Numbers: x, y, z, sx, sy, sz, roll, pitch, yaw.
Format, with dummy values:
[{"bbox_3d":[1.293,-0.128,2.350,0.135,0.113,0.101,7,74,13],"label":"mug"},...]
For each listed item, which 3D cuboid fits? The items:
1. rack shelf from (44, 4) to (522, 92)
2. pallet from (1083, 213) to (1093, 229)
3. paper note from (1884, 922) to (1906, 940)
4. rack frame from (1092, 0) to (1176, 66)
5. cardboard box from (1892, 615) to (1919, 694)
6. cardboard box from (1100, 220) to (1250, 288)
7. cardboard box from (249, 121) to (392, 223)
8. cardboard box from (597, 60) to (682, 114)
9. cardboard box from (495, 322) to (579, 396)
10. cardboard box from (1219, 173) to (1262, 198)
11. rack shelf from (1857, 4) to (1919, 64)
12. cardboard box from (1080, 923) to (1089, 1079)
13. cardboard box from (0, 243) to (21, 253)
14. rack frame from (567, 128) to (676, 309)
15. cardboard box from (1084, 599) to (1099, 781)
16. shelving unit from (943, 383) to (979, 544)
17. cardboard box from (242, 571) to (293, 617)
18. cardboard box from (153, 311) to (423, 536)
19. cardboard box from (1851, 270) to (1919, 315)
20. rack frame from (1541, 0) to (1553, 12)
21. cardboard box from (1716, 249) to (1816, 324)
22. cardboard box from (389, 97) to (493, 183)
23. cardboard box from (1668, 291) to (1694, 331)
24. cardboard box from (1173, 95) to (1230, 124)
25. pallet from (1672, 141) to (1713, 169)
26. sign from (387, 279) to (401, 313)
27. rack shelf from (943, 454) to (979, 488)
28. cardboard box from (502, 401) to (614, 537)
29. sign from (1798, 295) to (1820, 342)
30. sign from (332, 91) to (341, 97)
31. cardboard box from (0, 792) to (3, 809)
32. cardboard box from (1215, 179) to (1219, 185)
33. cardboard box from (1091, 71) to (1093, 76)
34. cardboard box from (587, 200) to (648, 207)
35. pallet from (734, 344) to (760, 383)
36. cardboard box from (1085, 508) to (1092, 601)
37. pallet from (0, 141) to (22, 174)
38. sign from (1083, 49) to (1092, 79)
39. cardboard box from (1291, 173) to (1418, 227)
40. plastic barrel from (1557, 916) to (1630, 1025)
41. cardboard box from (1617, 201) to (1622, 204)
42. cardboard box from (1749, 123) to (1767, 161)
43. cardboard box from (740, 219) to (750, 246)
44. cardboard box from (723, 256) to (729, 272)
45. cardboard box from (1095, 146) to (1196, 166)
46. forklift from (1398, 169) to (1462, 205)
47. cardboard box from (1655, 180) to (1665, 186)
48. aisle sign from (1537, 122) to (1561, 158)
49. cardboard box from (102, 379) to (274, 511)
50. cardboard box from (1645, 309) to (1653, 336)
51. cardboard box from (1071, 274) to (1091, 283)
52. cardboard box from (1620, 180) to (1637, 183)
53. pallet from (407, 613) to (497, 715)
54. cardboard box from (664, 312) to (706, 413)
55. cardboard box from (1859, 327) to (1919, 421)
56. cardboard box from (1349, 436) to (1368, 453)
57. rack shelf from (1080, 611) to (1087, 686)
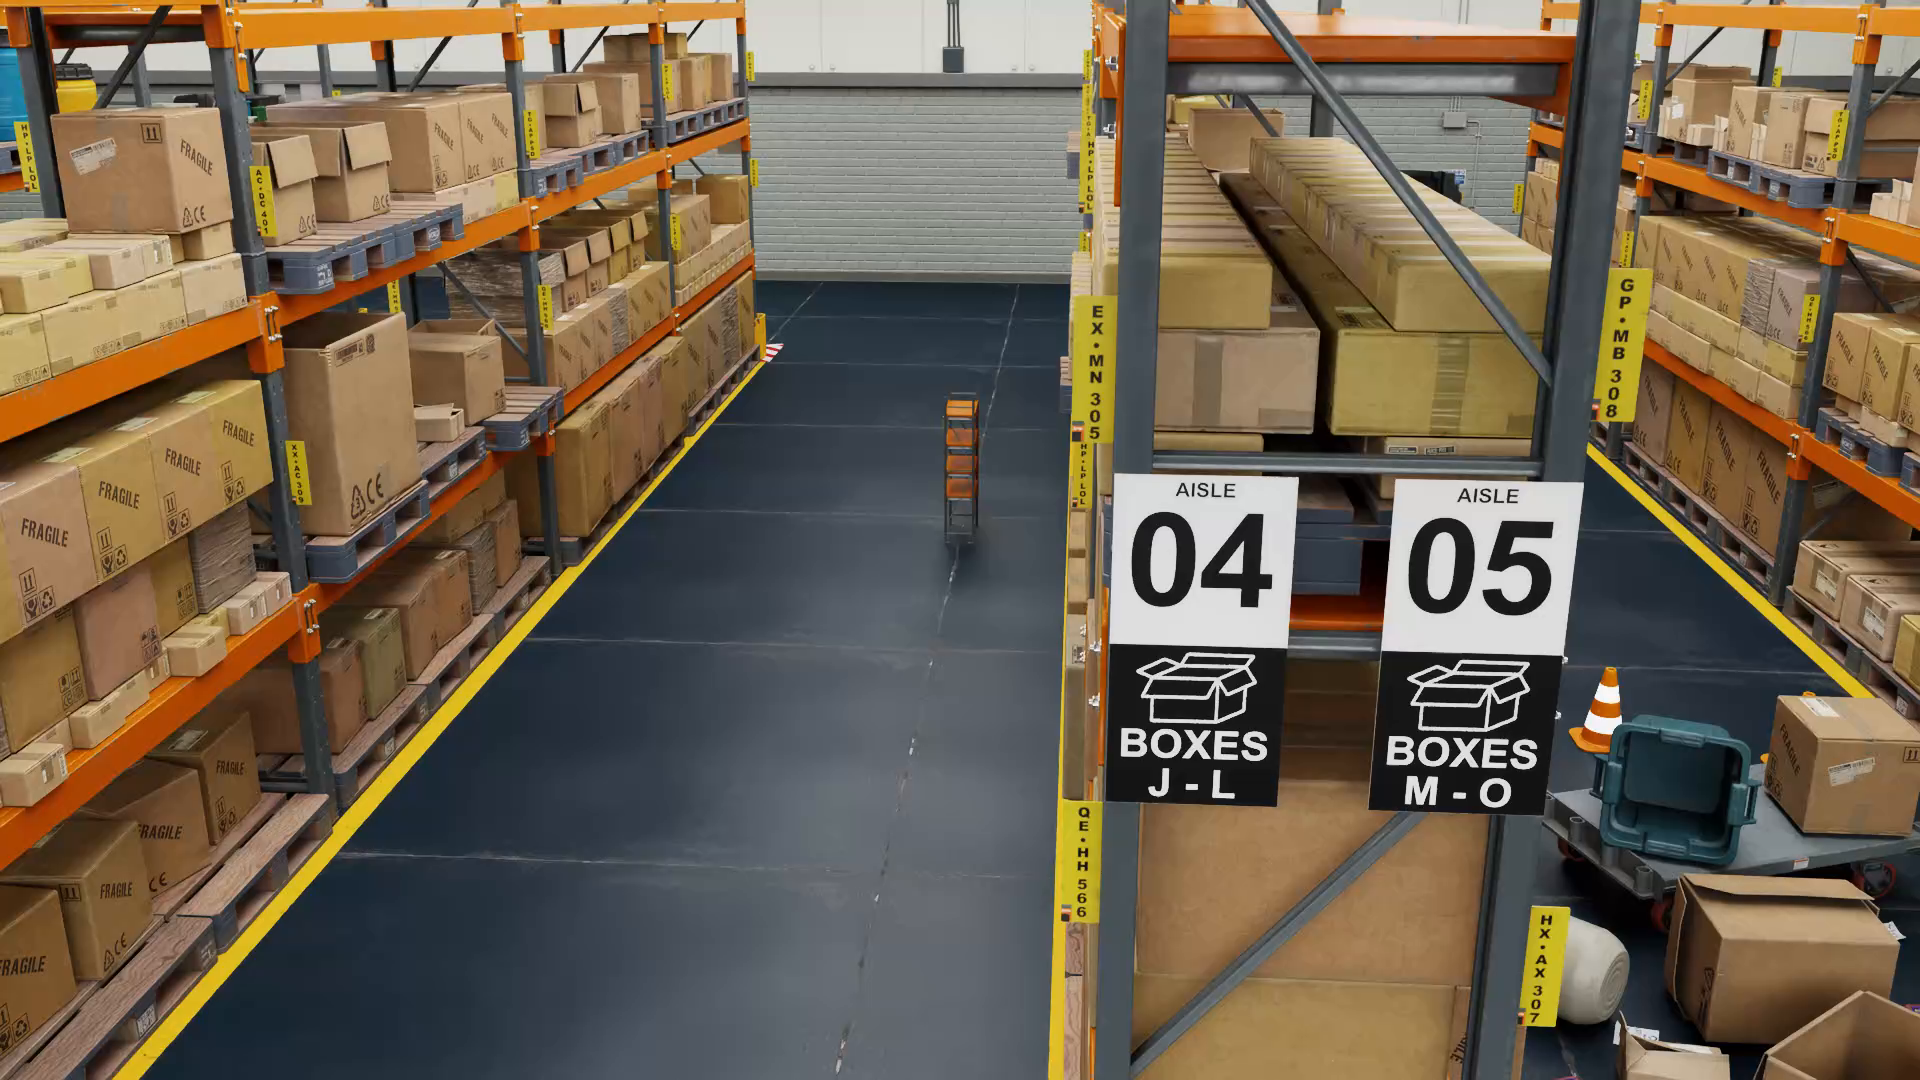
[{"bbox_3d":[-3.674,-2.869,9.525,1.077,0.370,4.000,1,18,4],"label":"rack shelf"},{"bbox_3d":[1.416,-2.164,10.696,1.213,0.211,1.003,2,18,6],"label":"pallet"},{"bbox_3d":[4.328,1.829,7.791,0.148,0.019,0.142,1,18,4],"label":"paper note"},{"bbox_3d":[1.983,-6.365,18.396,1.000,3.000,0.127,1,18,4],"label":"rack frame"},{"bbox_3d":[6.199,0.739,9.896,0.950,0.372,0.625,2,18,6],"label":"cardboard box"},{"bbox_3d":[0.559,-0.746,4.353,0.380,0.149,0.250,2,18,5],"label":"cardboard box"},{"bbox_3d":[-3.618,-2.040,9.173,0.797,0.503,0.637,2,18,6],"label":"cardboard box"},{"bbox_3d":[-3.204,-4.545,16.664,0.700,0.500,0.500,2,18,7],"label":"cardboard box"},{"bbox_3d":[-3.224,-1.364,12.608,0.500,0.500,0.500,2,18,6],"label":"cardboard box"},{"bbox_3d":[1.344,-1.371,6.901,0.500,0.250,0.500,1,18,3],"label":"cardboard box"},{"bbox_3d":[6.211,-2.648,8.850,1.077,0.370,4.000,1,18,4],"label":"rack shelf"},{"bbox_3d":[0.880,1.780,5.911,0.875,0.875,0.875,1,18,3],"label":"cardboard box"},{"bbox_3d":[-4.114,-1.133,6.848,0.380,0.149,0.250,2,18,6],"label":"cardboard box"},{"bbox_3d":[-3.244,-2.414,15.972,1.000,3.000,0.127,1,18,4],"label":"rack frame"},{"bbox_3d":[0.935,0.593,6.555,0.875,0.550,0.550,1,18,4],"label":"cardboard box"},{"bbox_3d":[0.012,-0.622,13.393,0.258,1.200,0.503,1,18,4],"label":"shelving unit"},{"bbox_3d":[-3.539,0.264,8.205,0.380,0.149,0.250,1,18,4],"label":"cardboard box"},{"bbox_3d":[-3.621,-0.657,8.974,1.000,1.000,1.000,1,18,4],"label":"cardboard box"},{"bbox_3d":[6.633,-1.621,11.785,0.500,0.500,0.500,1,18,2],"label":"cardboard box"},{"bbox_3d":[6.928,-6.286,18.154,1.000,3.000,0.127,1,18,4],"label":"rack frame"},{"bbox_3d":[6.201,-1.953,12.800,0.500,0.500,0.500,1,18,4],"label":"cardboard box"},{"bbox_3d":[-3.341,-2.569,10.665,0.500,0.500,0.500,1,18,4],"label":"cardboard box"},{"bbox_3d":[6.256,-1.910,13.872,0.500,0.250,0.500,2,18,5],"label":"cardboard box"},{"bbox_3d":[1.751,-3.146,11.999,0.396,0.266,0.258,1,18,4],"label":"cardboard box"},{"bbox_3d":[6.624,-3.241,13.988,0.805,0.209,1.217,1,18,2],"label":"pallet"},{"bbox_3d":[-4.084,-1.733,12.035,0.100,0.325,0.005,1,18,4],"label":"sign"},{"bbox_3d":[0.012,-0.558,13.414,0.258,0.148,0.480,1,18,4],"label":"rack shelf"},{"bbox_3d":[-3.460,-0.575,13.099,1.225,0.875,0.875,0,18,1],"label":"cardboard box"},{"bbox_3d":[5.800,-1.512,11.360,0.100,0.325,0.005,1,18,4],"label":"sign"},{"bbox_3d":[-7.347,-5.135,19.628,0.100,0.325,0.005,1,18,4],"label":"sign"},{"bbox_3d":[-3.763,0.961,6.077,0.380,0.149,0.250,1,18,4],"label":"cardboard box"},{"bbox_3d":[1.014,-1.611,8.112,0.500,0.250,0.500,1,18,5],"label":"cardboard box"},{"bbox_3d":[1.511,-4.638,16.739,0.380,0.149,0.250,1,18,3],"label":"cardboard box"},{"bbox_3d":[-3.437,-3.145,16.761,0.500,0.500,0.500,1,18,4],"label":"cardboard box"},{"bbox_3d":[-2.936,-2.081,19.435,1.003,0.211,1.213,1,18,4],"label":"pallet"},{"bbox_3d":[0.894,-0.003,8.453,0.500,0.500,0.500,1,18,4],"label":"cardboard box"},{"bbox_3d":[-8.221,-3.262,14.047,1.003,0.211,1.213,1,18,4],"label":"pallet"},{"bbox_3d":[1.442,-5.367,18.764,0.100,0.325,0.005,1,18,4],"label":"sign"},{"bbox_3d":[1.306,-1.127,5.515,0.380,0.149,0.250,2,18,5],"label":"cardboard box"},{"bbox_3d":[2.572,1.824,7.177,0.512,0.421,0.421,17,25,41],"label":"plastic barrel"},{"bbox_3d":[6.444,-3.025,16.072,0.500,0.500,0.500,1,18,3],"label":"cardboard box"},{"bbox_3d":[6.104,-2.947,12.324,0.396,0.266,0.258,1,18,3],"label":"cardboard box"},{"bbox_3d":[-2.727,-3.570,19.263,0.500,0.250,0.500,1,18,3],"label":"cardboard box"},{"bbox_3d":[-2.744,-3.021,18.229,0.380,0.149,0.250,1,18,4],"label":"cardboard box"},{"bbox_3d":[0.722,-1.456,6.519,0.380,0.149,0.250,1,18,3],"label":"cardboard box"},{"bbox_3d":[3.280,-1.205,12.392,1.130,2.935,3.031,0,18,-1],"label":"forklift"},{"bbox_3d":[7.028,-3.434,16.277,0.380,0.149,0.250,1,18,2],"label":"cardboard box"},{"bbox_3d":[6.644,-4.699,18.772,0.394,0.787,0.004,1,18,4],"label":"aisle sign"},{"bbox_3d":[-3.575,-0.447,7.727,0.500,0.500,0.500,1,18,4],"label":"cardboard box"},{"bbox_3d":[6.346,-1.991,14.922,0.500,0.250,0.500,1,18,3],"label":"cardboard box"},{"bbox_3d":[1.118,-2.121,13.852,0.380,0.149,0.250,2,18,6],"label":"cardboard box"},{"bbox_3d":[6.483,-3.441,16.298,0.380,0.149,0.250,1,18,3],"label":"cardboard box"},{"bbox_3d":[-3.678,0.774,10.721,1.003,0.211,1.213,1,18,4],"label":"pallet"},{"bbox_3d":[-3.117,-1.807,16.858,0.875,0.875,0.875,1,18,4],"label":"cardboard box"},{"bbox_3d":[6.061,-1.042,10.473,0.500,0.500,0.500,2,18,7],"label":"cardboard box"},{"bbox_3d":[1.198,-0.276,4.200,0.380,0.149,0.250,1,18,4],"label":"cardboard box"},{"bbox_3d":[1.266,-0.066,9.964,1.077,0.370,4.000,1,18,4],"label":"rack shelf"}]
